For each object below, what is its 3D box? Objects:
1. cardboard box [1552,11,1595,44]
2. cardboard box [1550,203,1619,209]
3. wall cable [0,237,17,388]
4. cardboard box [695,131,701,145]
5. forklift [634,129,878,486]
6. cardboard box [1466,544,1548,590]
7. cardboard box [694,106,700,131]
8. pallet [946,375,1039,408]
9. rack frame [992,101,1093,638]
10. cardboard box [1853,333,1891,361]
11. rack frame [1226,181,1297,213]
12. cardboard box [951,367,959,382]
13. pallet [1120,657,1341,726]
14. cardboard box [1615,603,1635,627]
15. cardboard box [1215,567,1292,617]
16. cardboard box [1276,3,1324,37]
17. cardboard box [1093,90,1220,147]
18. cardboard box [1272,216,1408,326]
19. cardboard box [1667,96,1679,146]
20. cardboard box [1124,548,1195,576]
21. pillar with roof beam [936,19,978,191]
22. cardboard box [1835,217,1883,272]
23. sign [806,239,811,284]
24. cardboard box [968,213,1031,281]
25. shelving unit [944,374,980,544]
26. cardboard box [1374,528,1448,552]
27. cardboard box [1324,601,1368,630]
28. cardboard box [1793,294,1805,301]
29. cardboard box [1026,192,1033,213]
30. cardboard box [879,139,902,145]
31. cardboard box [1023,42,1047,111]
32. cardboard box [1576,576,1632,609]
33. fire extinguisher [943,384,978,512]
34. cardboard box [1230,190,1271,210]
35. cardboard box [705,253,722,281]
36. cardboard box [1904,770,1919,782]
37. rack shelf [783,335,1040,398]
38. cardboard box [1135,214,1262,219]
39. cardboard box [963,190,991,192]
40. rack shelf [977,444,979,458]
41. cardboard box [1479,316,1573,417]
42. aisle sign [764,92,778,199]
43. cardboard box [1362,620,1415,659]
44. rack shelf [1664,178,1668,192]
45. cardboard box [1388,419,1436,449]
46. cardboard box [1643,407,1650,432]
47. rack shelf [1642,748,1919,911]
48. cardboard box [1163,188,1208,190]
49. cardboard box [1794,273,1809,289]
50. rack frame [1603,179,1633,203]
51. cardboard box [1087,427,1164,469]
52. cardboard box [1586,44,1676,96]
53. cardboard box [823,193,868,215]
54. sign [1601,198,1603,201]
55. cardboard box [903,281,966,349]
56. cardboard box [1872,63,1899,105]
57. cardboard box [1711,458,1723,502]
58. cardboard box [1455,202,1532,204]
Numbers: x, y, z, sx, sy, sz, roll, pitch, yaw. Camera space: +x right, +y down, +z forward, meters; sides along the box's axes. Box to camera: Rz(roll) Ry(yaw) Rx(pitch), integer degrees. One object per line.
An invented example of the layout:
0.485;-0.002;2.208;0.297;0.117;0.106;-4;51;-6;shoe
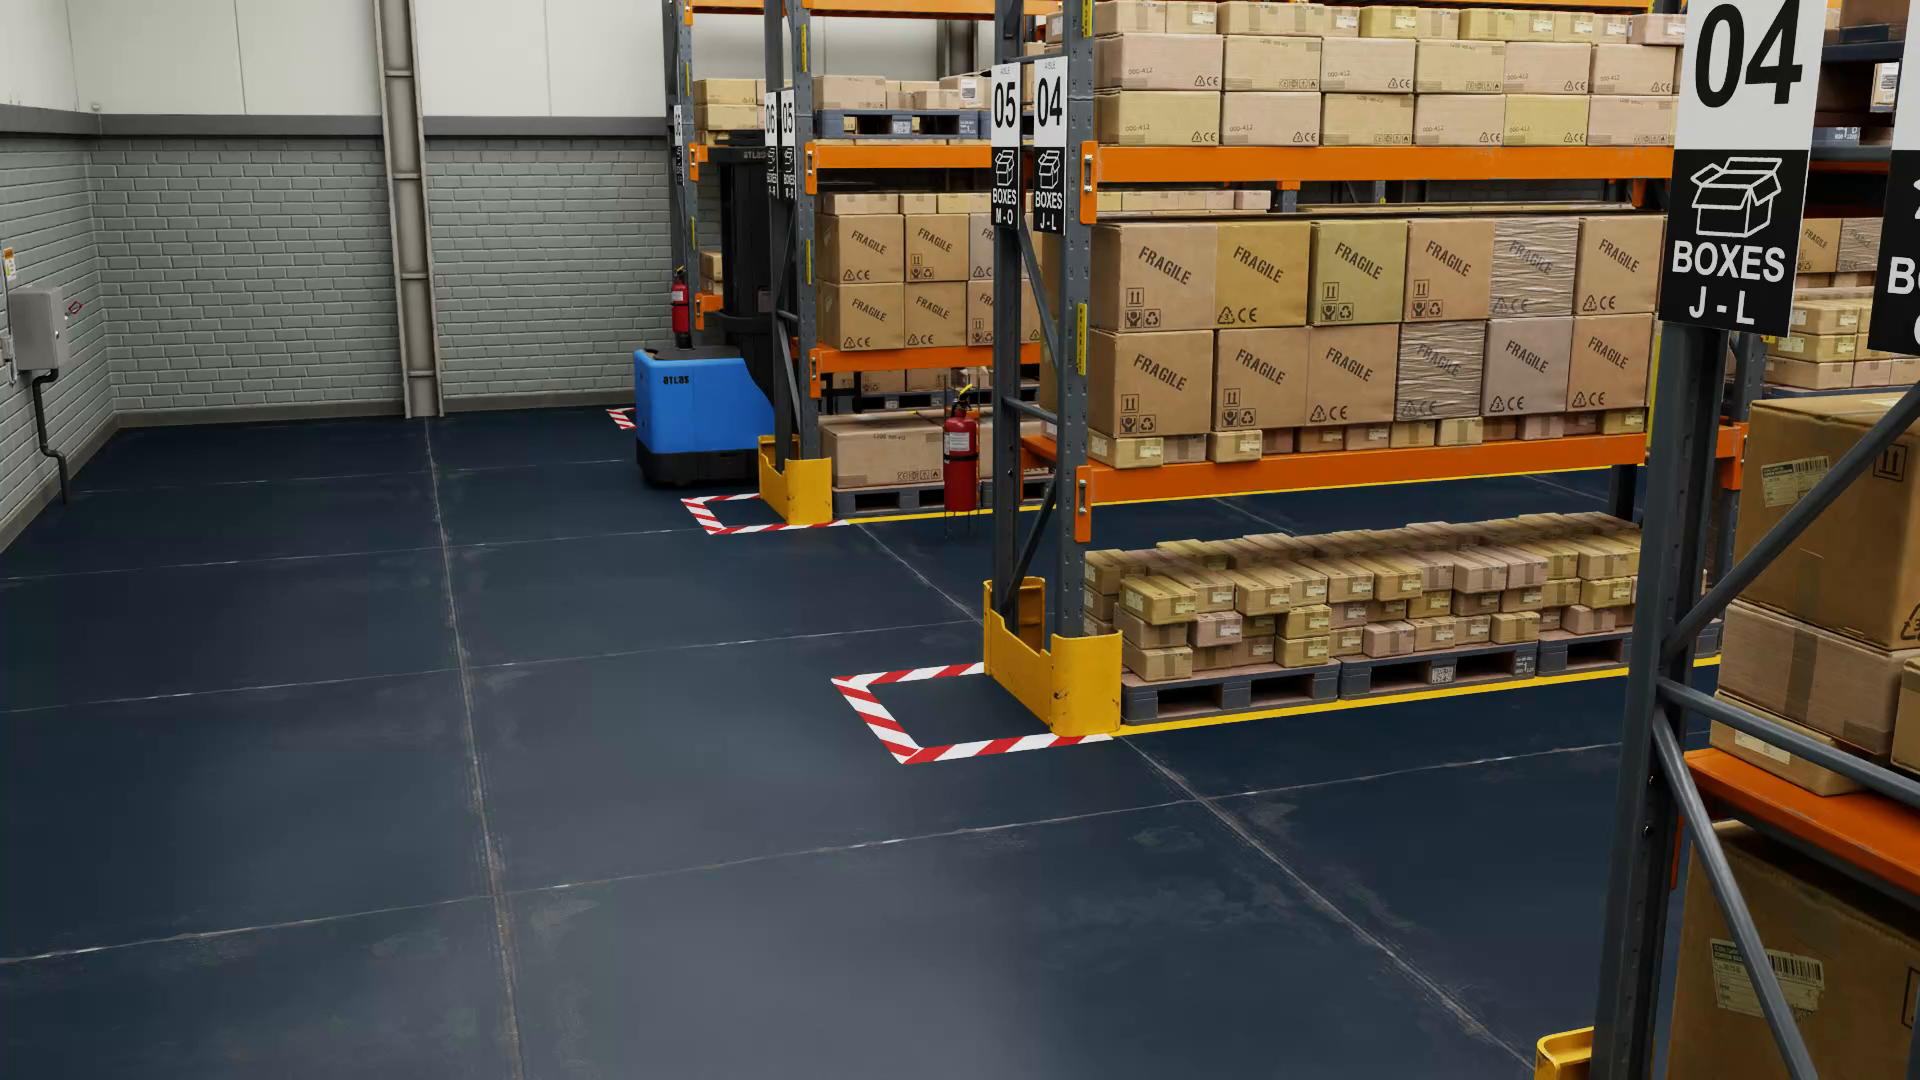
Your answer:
2.985;-2.585;8.430;0.250;0.149;0.380;-5;14;-20;cardboard box
5.406;-2.697;14.622;0.500;0.500;0.500;-4;14;-17;cardboard box
-7.086;-2.090;12.251;0.122;1.984;0.588;-4;14;-18;wall cable
-2.643;-4.206;17.406;0.250;0.149;0.380;-4;14;-17;cardboard box
-1.285;-2.058;14.460;3.031;2.935;1.130;-4;14;-18;forklift
2.964;0.143;9.028;0.250;0.149;0.380;-5;14;-21;cardboard box
-2.538;-4.419;17.436;0.500;0.250;0.500;-5;14;-19;cardboard box
0.267;-1.683;18.763;1.213;0.211;1.003;-4;14;-18;pallet
0.388;-0.628;8.303;0.127;3.000;1.000;-4;14;-18;rack frame
4.944;-1.098;9.270;0.250;0.149;0.380;-5;14;-19;cardboard box
2.505;-2.002;14.077;0.127;3.000;1.000;-4;14;-18;rack frame
-0.194;-1.879;18.812;0.250;0.149;0.380;-5;14;-19;cardboard box
1.242;0.670;8.868;1.213;0.211;1.003;-4;14;-18;pallet
3.643;0.363;9.386;0.250;0.149;0.380;-4;14;-16;cardboard box
1.496;0.263;8.521;0.250;0.149;0.380;-4;14;-18;cardboard box
1.526;-2.463;7.914;0.250;0.149;0.380;-4;14;-17;cardboard box
0.895;-1.992;7.876;0.500;0.250;0.500;-4;14;-16;cardboard box
1.875;-1.355;8.339;0.500;0.500;0.500;-5;14;-19;cardboard box
3.800;-2.214;8.813;0.500;0.250;0.500;-4;14;-17;cardboard box
1.066;0.164;8.938;0.250;0.149;0.380;-4;14;-17;cardboard box
1.344;-5.211;14.604;0.400;9.000;9.100;-4;14;-18;pillar with roof beam
8.266;-2.793;15.636;0.500;0.500;0.500;-5;14;-20;cardboard box
-1.115;-2.044;12.213;0.005;0.325;0.100;-4;14;-18;sign
0.232;-2.294;12.928;0.500;0.500;0.500;-5;14;-18;cardboard box
0.014;-0.585;12.008;0.189;1.200;0.258;-4;14;-18;shelving unit
2.544;0.050;9.419;0.250;0.149;0.380;-5;14;-20;cardboard box
1.947;0.346;8.815;0.250;0.149;0.380;-5;14;-21;cardboard box
4.752;-1.388;9.844;0.250;0.149;0.380;-5;14;-20;cardboard box
0.622;-2.628;12.930;0.250;0.149;0.380;-5;14;-19;cardboard box
-0.778;-4.216;17.445;0.250;0.149;0.380;-4;14;-17;cardboard box
0.672;-3.583;12.904;0.500;0.500;0.500;-4;14;-17;cardboard box
3.481;0.254;9.205;0.250;0.149;0.380;-5;14;-20;cardboard box
0.002;-0.492;8.702;0.183;0.674;0.296;-4;14;-18;fire extinguisher
2.315;-2.760;13.485;0.250;0.149;0.380;-5;14;-19;cardboard box
-2.357;-2.841;17.286;0.500;0.250;0.500;-4;14;-18;cardboard box
2.353;0.471;4.223;0.250;0.149;0.380;-4;14;-17;cardboard box
0.609;-1.504;13.539;4.000;0.370;1.077;-4;14;-18;rack shelf
1.223;-1.434;8.669;0.500;0.500;0.500;-5;14;-20;cardboard box
0.182;-2.734;13.376;0.250;0.149;0.380;-4;14;-17;cardboard box
0.014;-0.658;11.991;0.180;0.103;0.258;-4;14;-18;rack shelf
2.847;-0.945;8.774;0.500;0.500;0.500;-5;14;-18;cardboard box
-1.453;-3.034;12.798;0.004;0.787;0.394;-4;14;-18;aisle sign
2.195;0.495;8.834;0.250;0.149;0.380;-5;14;-21;cardboard box
6.075;-2.181;9.900;4.000;0.370;1.077;-4;14;-18;rack shelf
2.262;-0.585;8.661;0.250;0.149;0.380;-4;14;-16;cardboard box
3.774;-0.686;9.088;0.250;0.149;0.380;-5;14;-20;cardboard box
3.770;0.669;4.402;4.000;0.370;1.077;-4;14;-18;rack shelf
1.885;-2.864;13.921;0.250;0.149;0.380;-4;14;-17;cardboard box
7.687;-2.437;15.540;0.250;0.149;0.380;-4;14;-15;cardboard box
8.500;-3.681;21.134;0.127;3.000;1.000;-4;14;-18;rack frame
0.800;-0.458;8.130;0.250;0.149;0.380;-5;14;-19;cardboard box
3.326;-2.427;8.628;0.500;0.250;0.500;-5;14;-20;cardboard box
-0.861;-2.523;12.488;0.250;0.149;0.380;-4;14;-17;cardboard box
8.322;-4.262;21.536;0.005;0.325;0.100;-4;14;-18;sign
-0.269;-1.771;12.891;0.500;0.500;0.500;-5;14;-19;cardboard box
5.080;-2.563;9.238;0.500;0.311;0.500;-5;14;-19;cardboard box
4.805;-0.387;10.162;0.500;0.250;0.500;-5;14;-20;cardboard box
4.788;-2.776;14.954;0.500;0.500;0.500;-4;14;-16;cardboard box
